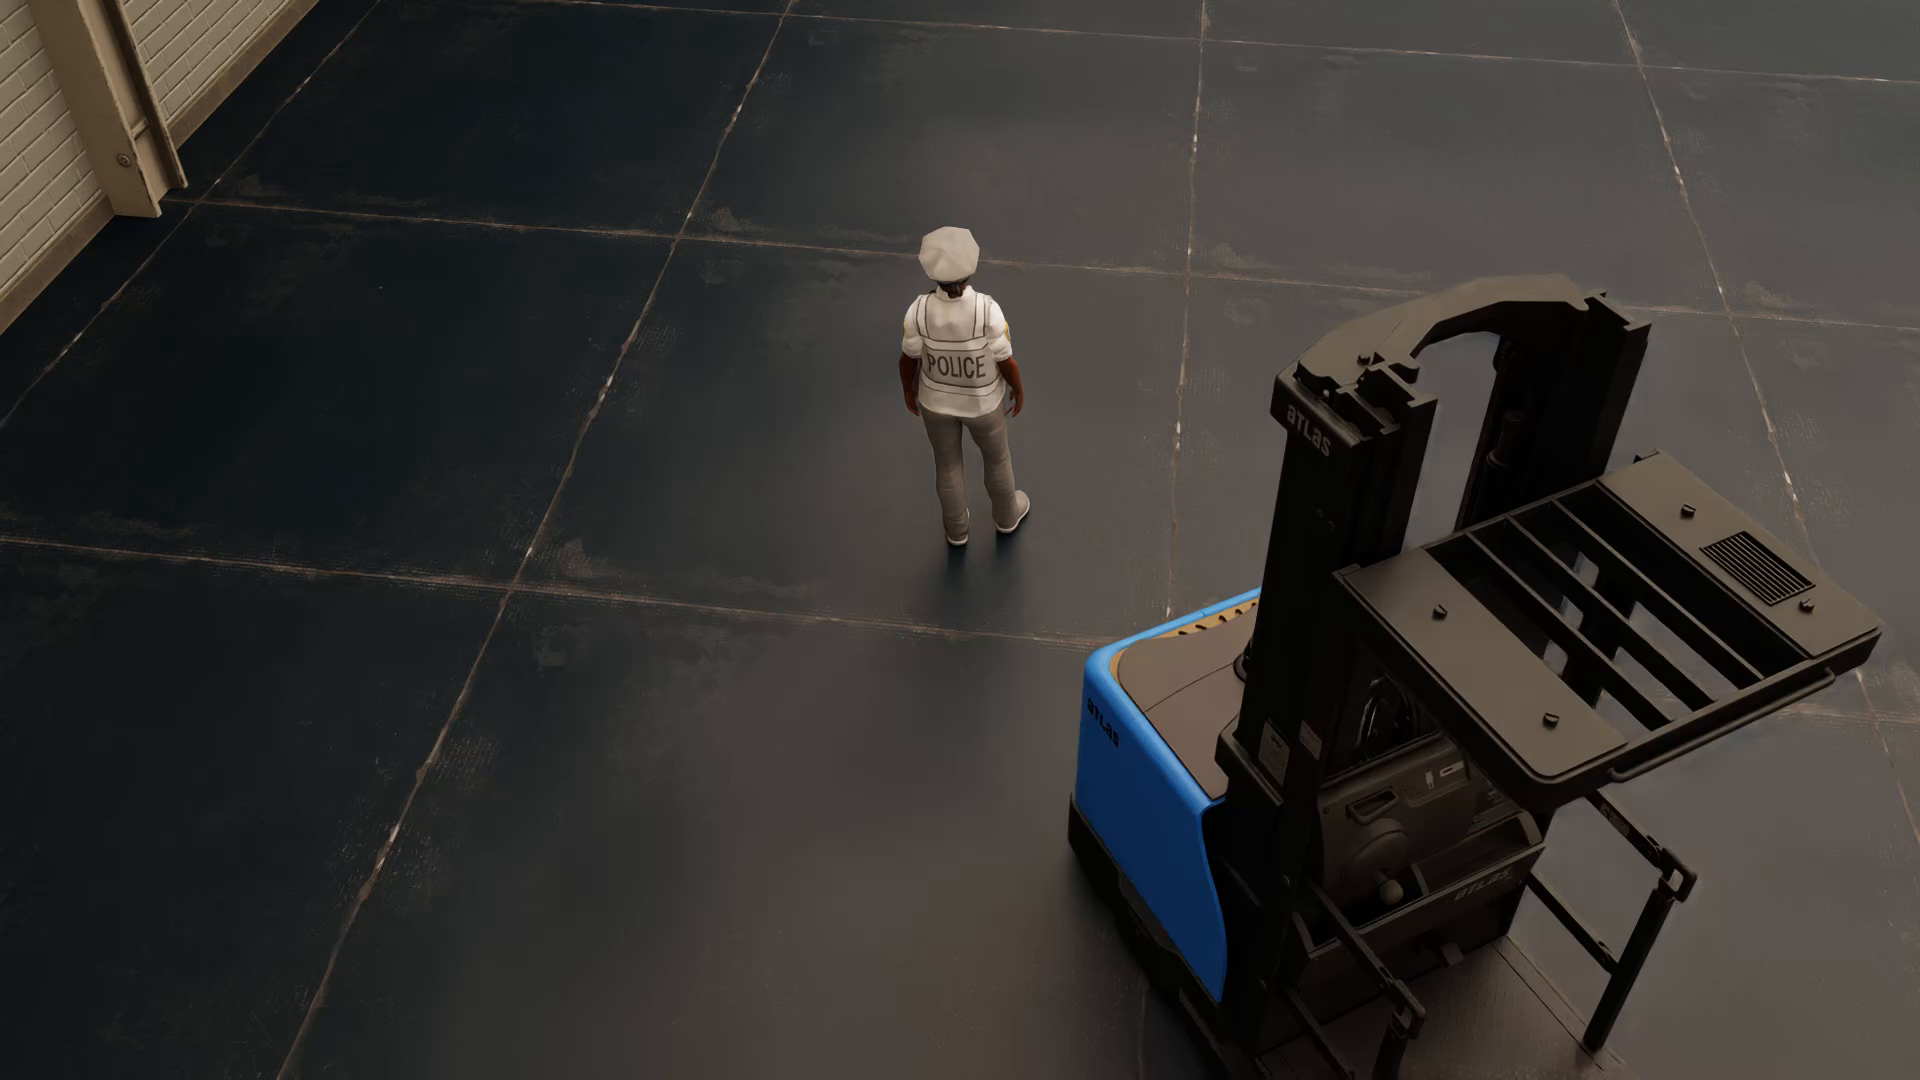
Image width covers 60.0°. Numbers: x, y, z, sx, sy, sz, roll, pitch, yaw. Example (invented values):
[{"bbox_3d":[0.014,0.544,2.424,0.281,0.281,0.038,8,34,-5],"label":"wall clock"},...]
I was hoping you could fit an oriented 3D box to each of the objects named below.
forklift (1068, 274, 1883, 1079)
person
[{"bbox_3d":[1.543,0.854,4.795,1.130,2.935,3.031,-19,46,-20],"label":"forklift"},{"bbox_3d":[0.030,-0.677,7.367,0.569,1.693,0.528,5,43,6],"label":"person"}]
